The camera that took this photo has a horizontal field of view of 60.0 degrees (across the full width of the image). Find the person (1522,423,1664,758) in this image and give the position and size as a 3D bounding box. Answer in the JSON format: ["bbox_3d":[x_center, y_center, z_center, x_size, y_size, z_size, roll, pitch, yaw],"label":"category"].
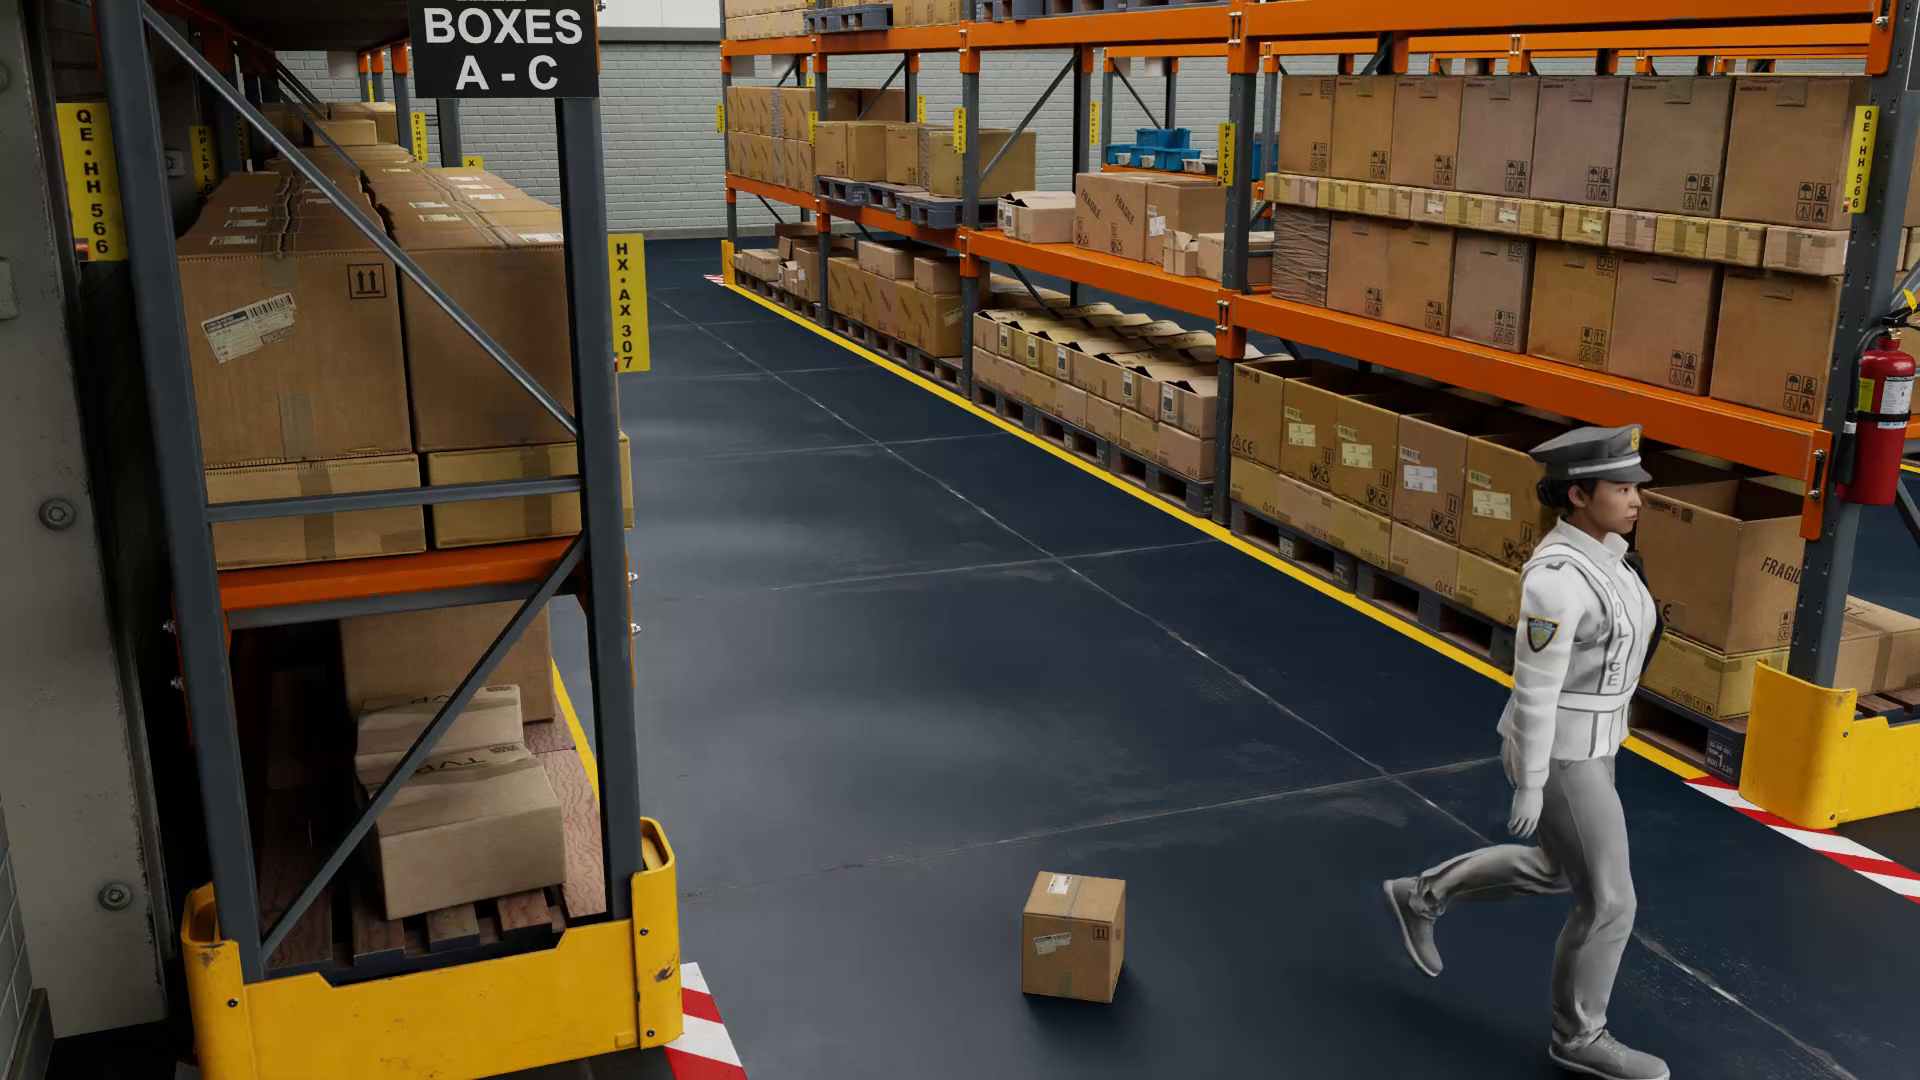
[{"bbox_3d":[1.512,0.112,4.000,0.329,0.828,0.367,9,18,29],"label":"person"}]
